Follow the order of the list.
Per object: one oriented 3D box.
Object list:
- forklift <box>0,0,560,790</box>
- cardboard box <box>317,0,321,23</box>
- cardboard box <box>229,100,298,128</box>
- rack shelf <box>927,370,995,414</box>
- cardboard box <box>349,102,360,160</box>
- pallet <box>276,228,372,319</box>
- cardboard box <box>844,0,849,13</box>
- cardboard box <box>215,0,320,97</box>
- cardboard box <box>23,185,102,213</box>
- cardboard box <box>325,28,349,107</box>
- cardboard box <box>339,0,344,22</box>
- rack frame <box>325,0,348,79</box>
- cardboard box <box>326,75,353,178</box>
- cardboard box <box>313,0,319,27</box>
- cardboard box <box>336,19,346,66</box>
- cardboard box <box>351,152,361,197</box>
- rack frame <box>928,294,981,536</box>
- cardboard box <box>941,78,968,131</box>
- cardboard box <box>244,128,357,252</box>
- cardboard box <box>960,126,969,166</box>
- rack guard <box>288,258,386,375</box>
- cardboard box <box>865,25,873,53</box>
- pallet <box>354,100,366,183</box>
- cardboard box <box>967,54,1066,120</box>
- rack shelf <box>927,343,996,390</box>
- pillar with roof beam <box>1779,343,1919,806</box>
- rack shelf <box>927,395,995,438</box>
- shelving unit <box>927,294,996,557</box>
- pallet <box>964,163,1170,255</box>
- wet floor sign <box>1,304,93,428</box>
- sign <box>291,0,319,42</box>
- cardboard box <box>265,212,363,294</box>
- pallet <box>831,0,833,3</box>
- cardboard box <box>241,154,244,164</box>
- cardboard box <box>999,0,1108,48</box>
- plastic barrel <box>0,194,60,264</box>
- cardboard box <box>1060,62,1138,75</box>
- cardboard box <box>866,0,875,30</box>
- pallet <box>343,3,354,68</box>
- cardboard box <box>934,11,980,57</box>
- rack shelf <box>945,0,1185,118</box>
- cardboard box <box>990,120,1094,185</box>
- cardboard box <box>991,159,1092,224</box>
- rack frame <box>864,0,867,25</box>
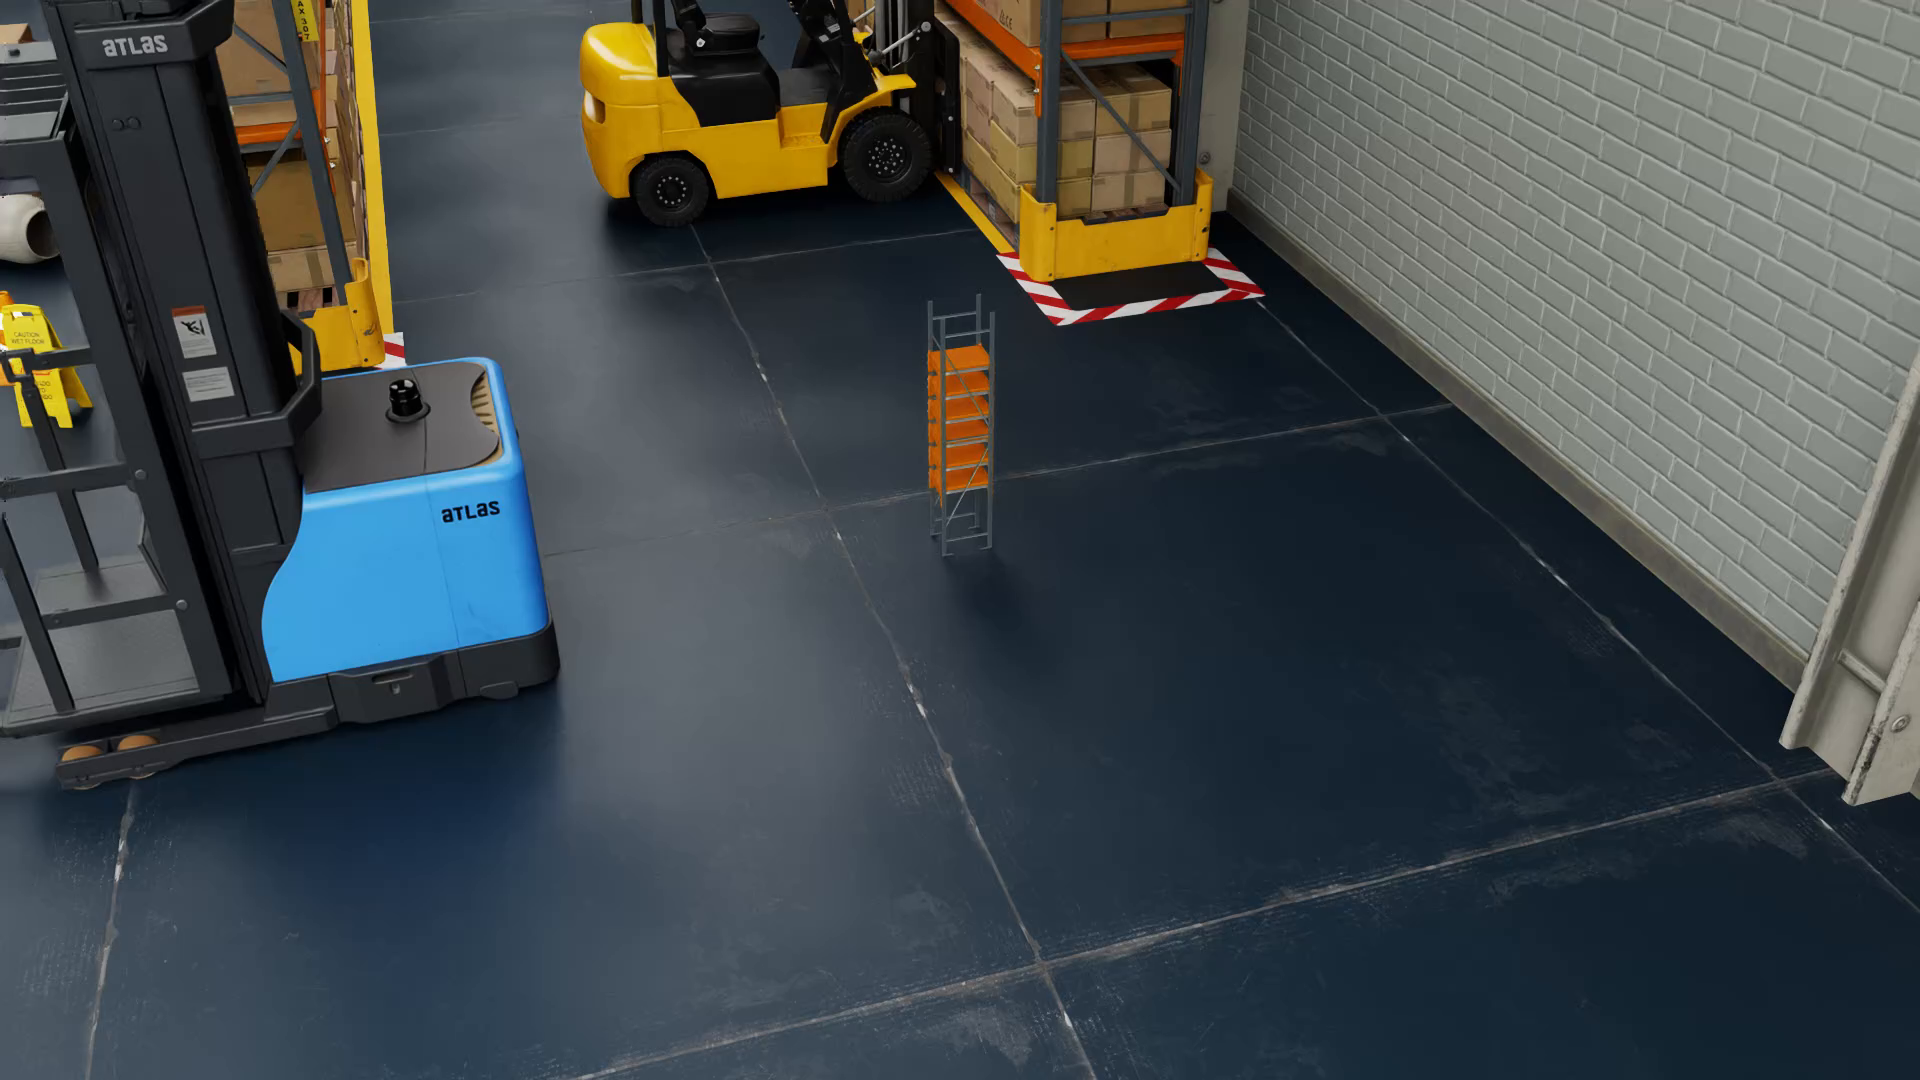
[{"bbox_3d":[-3.215,-0.604,6.005,3.031,2.935,1.130,-11,35,-15],"label":"forklift"},{"bbox_3d":[-4.130,-3.255,10.183,0.380,0.149,0.250,-10,35,-14],"label":"cardboard box"},{"bbox_3d":[-3.680,-2.287,8.718,0.380,0.149,0.250,-10,35,-15],"label":"cardboard box"},{"bbox_3d":[0.004,-0.656,7.300,0.258,0.103,0.180,-10,35,-15],"label":"rack shelf"},{"bbox_3d":[-4.385,-2.764,11.325,0.500,0.250,0.500,-11,35,-16],"label":"cardboard box"},{"bbox_3d":[-4.011,-1.488,9.810,1.003,0.211,1.213,-10,35,-15],"label":"pallet"},{"bbox_3d":[-0.667,-4.981,14.340,0.875,0.625,0.625,-10,35,-15],"label":"cardboard box"},{"bbox_3d":[-3.654,-2.640,8.664,0.500,0.500,0.500,-11,35,-15],"label":"cardboard box"},{"bbox_3d":[-5.962,-2.446,10.995,0.500,0.500,0.500,13,36,18],"label":"cardboard box"},{"bbox_3d":[-4.401,-3.087,11.134,0.500,0.500,0.500,-9,35,-14],"label":"cardboard box"},{"bbox_3d":[-5.592,-4.374,13.652,0.950,0.372,0.625,-9,34,-13],"label":"cardboard box"},{"bbox_3d":[-4.993,-4.279,11.504,1.000,3.000,0.127,-10,35,-15],"label":"rack frame"},{"bbox_3d":[-4.073,-2.540,10.307,0.500,0.500,0.500,-9,35,-14],"label":"cardboard box"},{"bbox_3d":[-3.971,-3.179,9.479,0.500,0.500,0.500,-11,35,-16],"label":"cardboard box"},{"bbox_3d":[-5.156,-3.633,12.529,0.950,0.372,0.625,-10,35,-14],"label":"cardboard box"},{"bbox_3d":[-4.083,-2.230,10.518,0.500,0.250,0.500,-8,34,-12],"label":"cardboard box"},{"bbox_3d":[-0.023,-0.541,7.480,0.240,1.200,0.006,-10,35,-15],"label":"rack frame"},{"bbox_3d":[0.186,-2.988,11.210,0.500,0.250,0.500,-11,35,-16],"label":"cardboard box"},{"bbox_3d":[-3.764,-2.002,9.492,0.500,0.500,0.500,-11,35,-16],"label":"cardboard box"},{"bbox_3d":[0.222,-2.764,11.325,0.500,0.250,0.500,-10,35,-14],"label":"cardboard box"},{"bbox_3d":[-3.796,-1.176,9.076,1.175,0.500,0.348,-10,35,-15],"label":"rack guard"},{"bbox_3d":[-0.435,-3.834,12.944,0.500,0.250,0.500,-10,35,-14],"label":"cardboard box"},{"bbox_3d":[-4.755,-2.769,11.749,1.003,0.211,1.213,-10,35,-15],"label":"pallet"},{"bbox_3d":[0.354,-2.917,10.650,0.500,0.250,0.500,-9,35,-14],"label":"cardboard box"},{"bbox_3d":[0.004,-0.756,7.234,0.258,0.103,0.180,-10,35,-15],"label":"rack shelf"},{"bbox_3d":[-0.671,-2.161,2.858,9.100,9.000,0.400,-10,35,-15],"label":"pillar with roof beam"},{"bbox_3d":[0.004,-0.556,7.366,0.258,0.103,0.180,-10,35,-15],"label":"rack shelf"},{"bbox_3d":[0.004,-0.493,7.408,0.258,1.200,0.189,-10,35,-15],"label":"shelving unit"},{"bbox_3d":[0.680,-2.246,10.958,1.003,0.211,1.213,-10,35,-15],"label":"pallet"},{"bbox_3d":[-4.734,-0.917,8.552,0.267,0.644,0.232,1,33,2],"label":"wet floor sign"},{"bbox_3d":[-3.257,-2.631,8.226,0.100,0.325,0.005,-10,35,-15],"label":"sign"},{"bbox_3d":[-3.756,-1.677,9.680,0.500,0.250,0.500,-10,35,-15],"label":"cardboard box"},{"bbox_3d":[-0.905,-4.974,15.086,1.003,0.211,1.213,-10,35,-15],"label":"pallet"},{"bbox_3d":[-4.266,-1.896,9.332,0.500,0.500,0.500,-10,35,-14],"label":"cardboard box"},{"bbox_3d":[0.552,-3.271,9.889,0.500,0.500,0.500,-11,35,-16],"label":"cardboard box"},{"bbox_3d":[-5.845,-1.934,10.292,0.512,0.421,0.421,13,36,18],"label":"plastic barrel"},{"bbox_3d":[0.830,-3.006,10.785,0.500,0.250,0.500,-10,35,-15],"label":"cardboard box"},{"bbox_3d":[-0.414,-4.046,12.812,0.500,0.250,0.500,-10,35,-15],"label":"cardboard box"},{"bbox_3d":[-5.608,-4.166,13.862,1.003,0.211,1.213,-10,35,-15],"label":"pallet"},{"bbox_3d":[0.043,-3.448,11.453,0.500,0.250,0.500,-11,35,-16],"label":"cardboard box"},{"bbox_3d":[0.343,-3.765,11.380,1.077,0.370,4.000,-10,35,-15],"label":"rack shelf"},{"bbox_3d":[0.507,-2.455,10.404,0.500,0.250,0.500,-10,35,-15],"label":"cardboard box"},{"bbox_3d":[0.508,-2.237,10.528,0.500,0.250,0.500,-10,35,-14],"label":"cardboard box"},{"bbox_3d":[-0.267,-5.115,12.771,1.000,3.000,0.127,-10,35,-15],"label":"rack frame"}]
